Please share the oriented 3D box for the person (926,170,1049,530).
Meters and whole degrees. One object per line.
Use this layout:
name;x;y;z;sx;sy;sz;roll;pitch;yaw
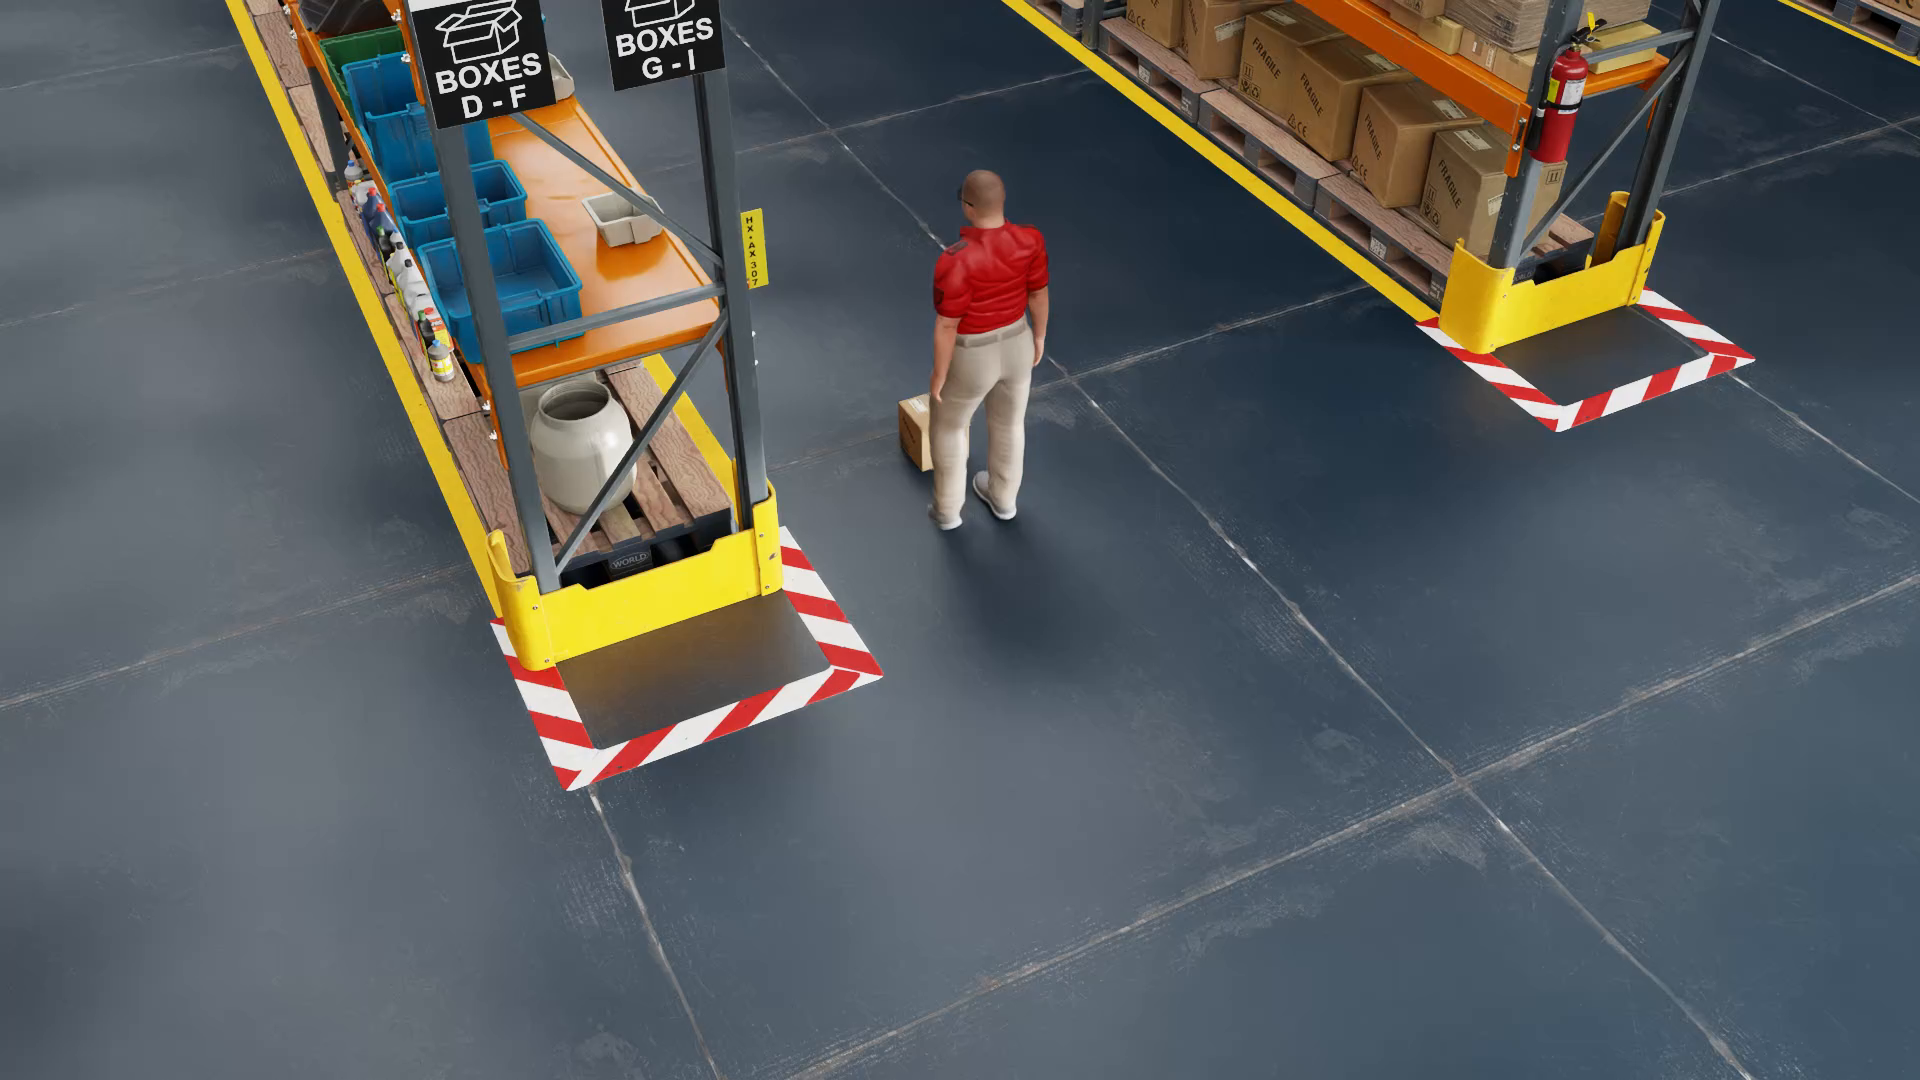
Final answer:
person;0.093;-0.787;7.110;0.549;1.777;0.384;-19;44;-21
